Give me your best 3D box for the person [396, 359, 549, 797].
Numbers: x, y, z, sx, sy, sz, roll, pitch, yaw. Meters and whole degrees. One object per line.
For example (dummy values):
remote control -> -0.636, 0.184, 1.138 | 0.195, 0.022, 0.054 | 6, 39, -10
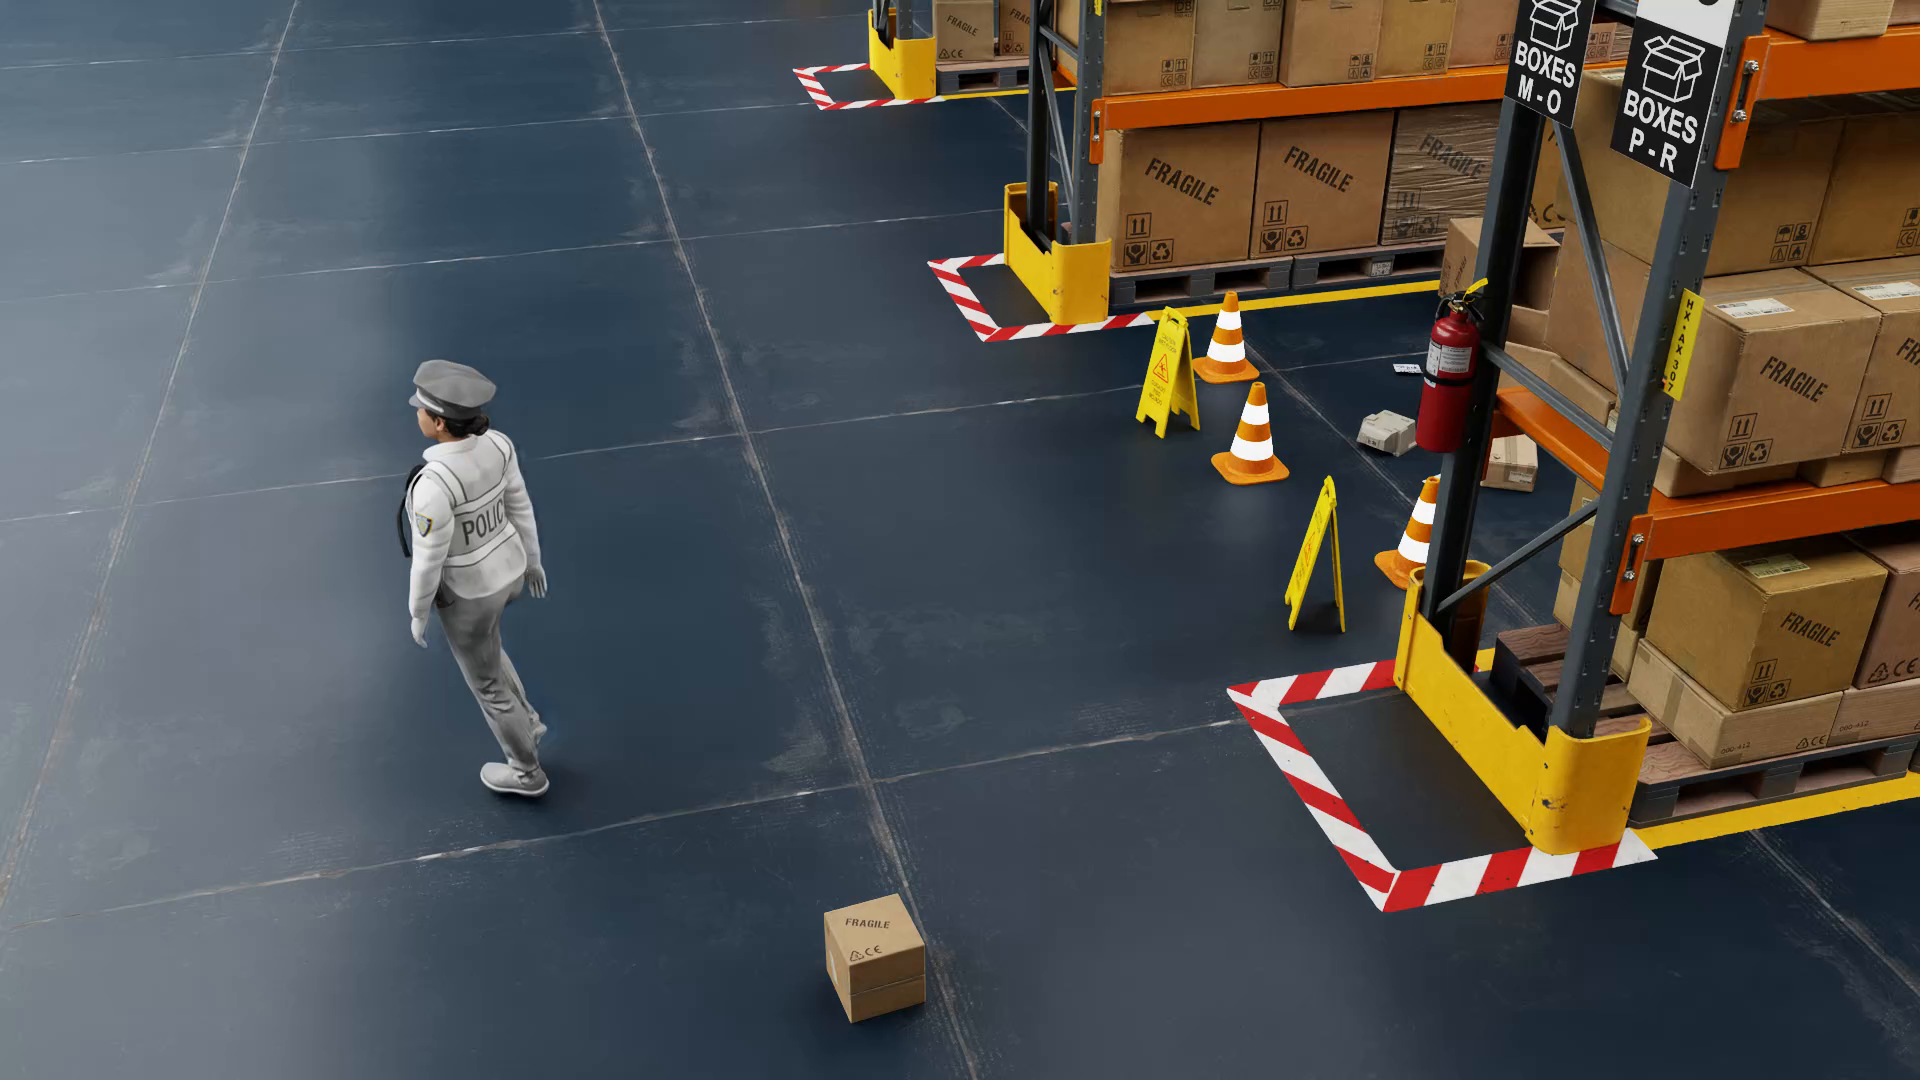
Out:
person -> -1.712, 0.169, 5.791 | 0.439, 1.716, 0.519 | 10, 32, 17
